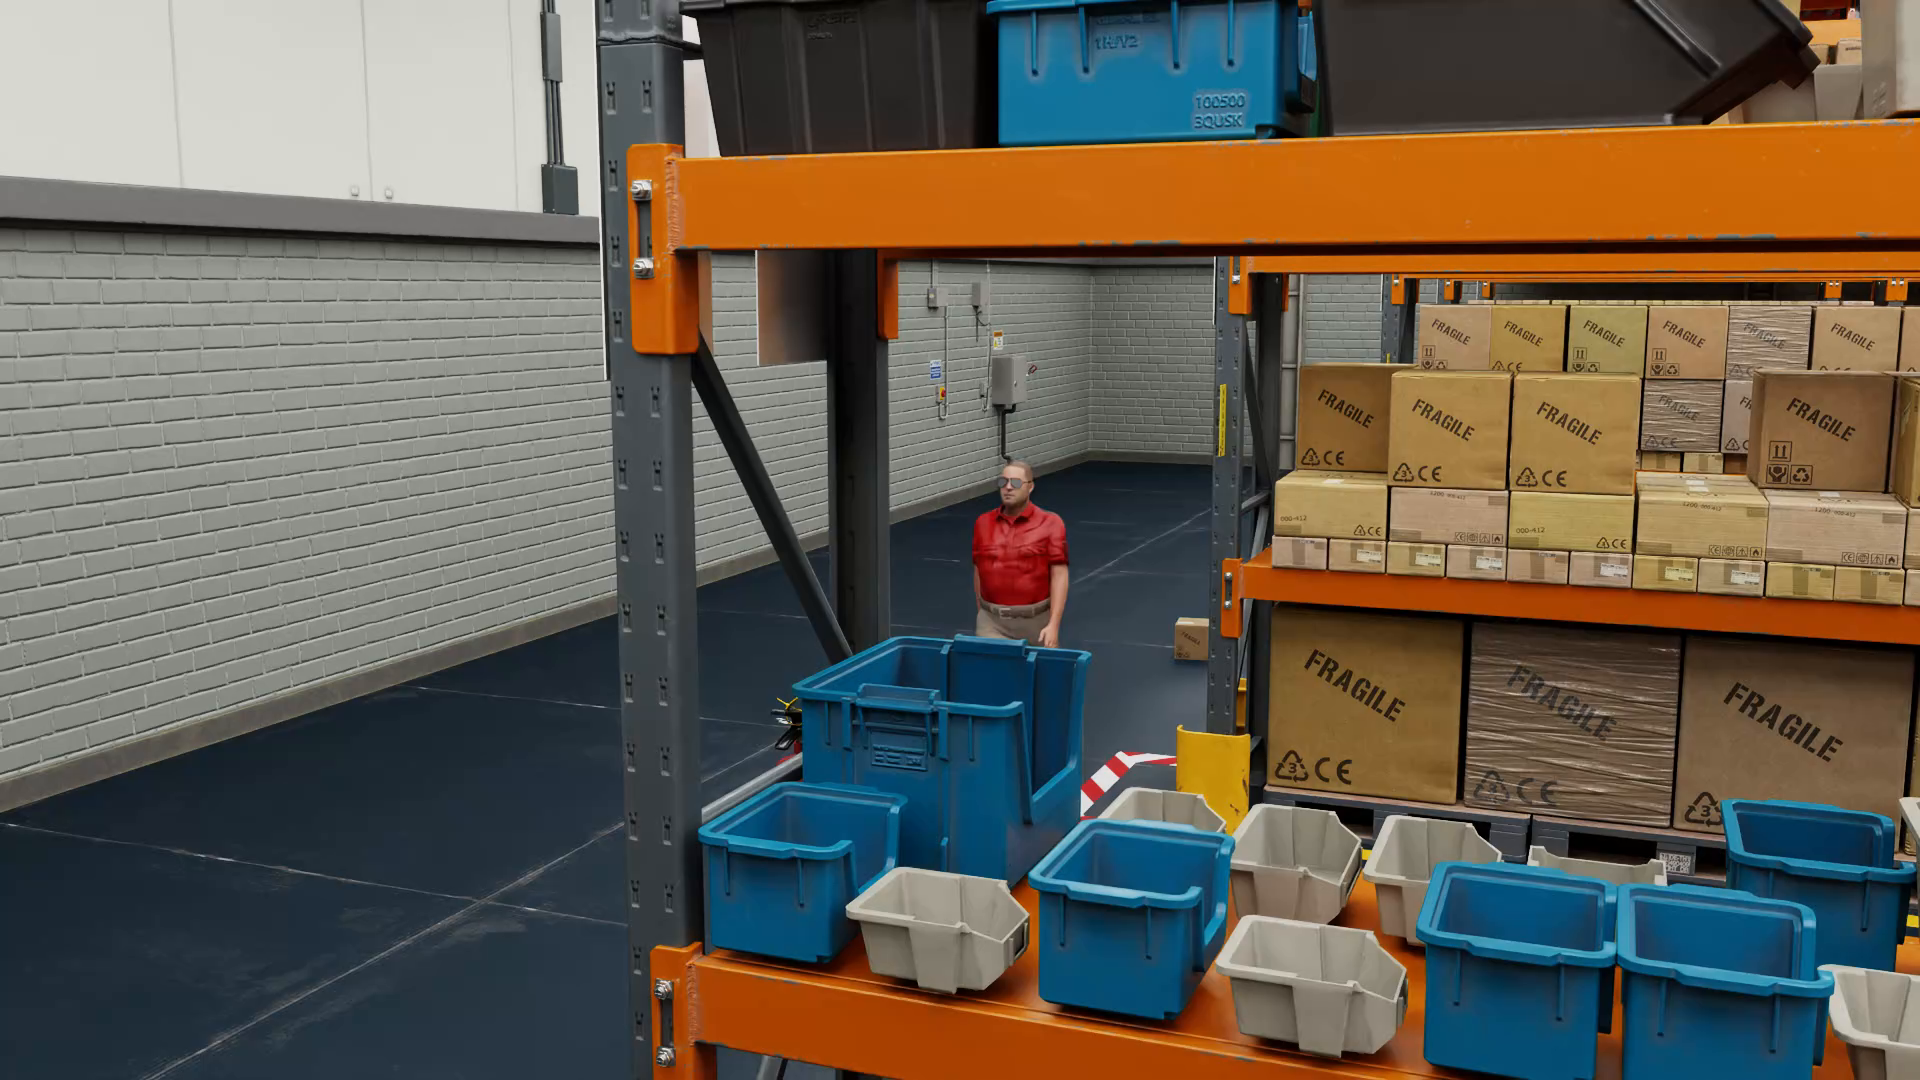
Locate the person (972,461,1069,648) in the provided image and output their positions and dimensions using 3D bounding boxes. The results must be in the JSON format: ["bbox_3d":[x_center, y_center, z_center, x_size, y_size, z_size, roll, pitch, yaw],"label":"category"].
[{"bbox_3d":[0.301,0.434,8.551,0.531,1.682,0.998,2,9,13],"label":"person"}]
